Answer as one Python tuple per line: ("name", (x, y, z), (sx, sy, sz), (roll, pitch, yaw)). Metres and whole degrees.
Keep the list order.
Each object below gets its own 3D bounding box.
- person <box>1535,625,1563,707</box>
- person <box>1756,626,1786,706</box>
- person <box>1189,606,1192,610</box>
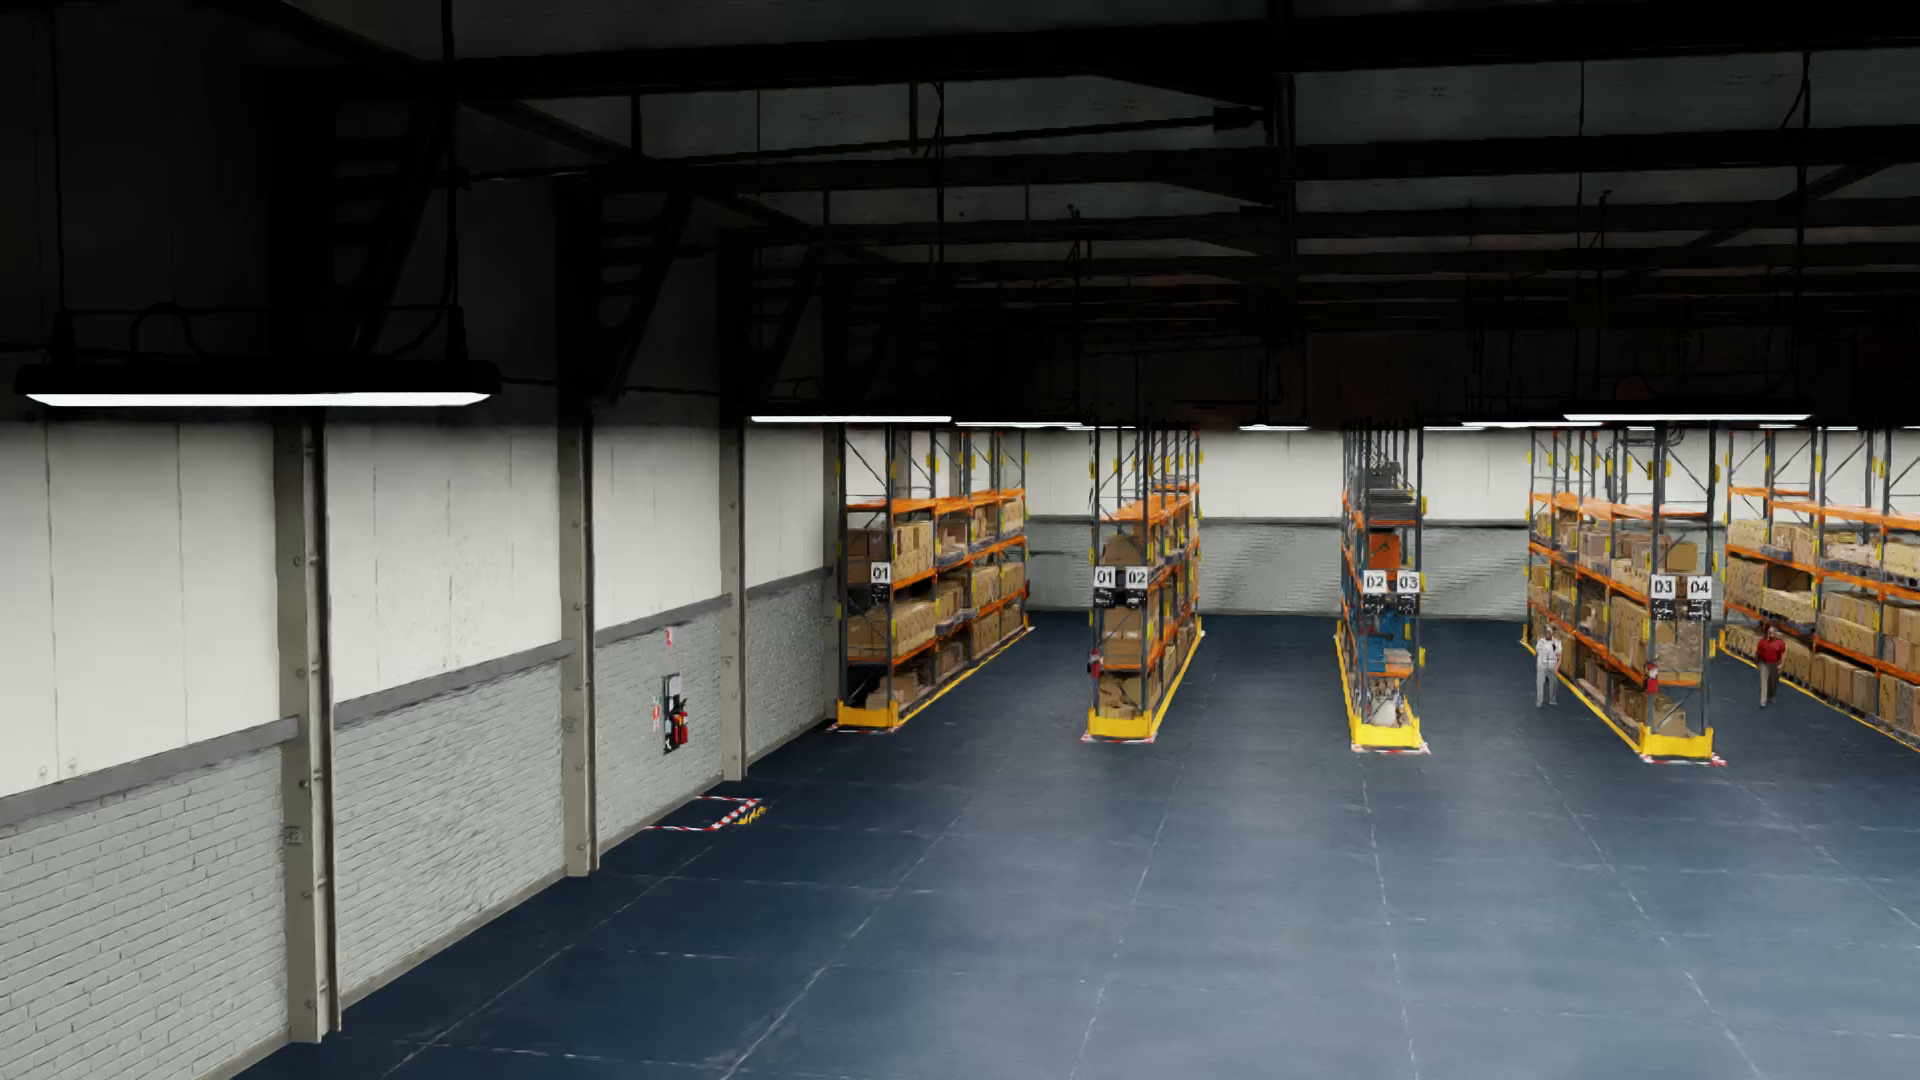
("person", (12.232, 2.608, 34.551), (0.535, 1.705, 1.029), (1, 4, 21))
("person", (16.929, 2.624, 34.715), (0.532, 1.659, 1.040), (1, 4, 20))
("person", (6.541, 1.755, 48.185), (0.564, 1.660, 0.683), (3, 5, 42))
